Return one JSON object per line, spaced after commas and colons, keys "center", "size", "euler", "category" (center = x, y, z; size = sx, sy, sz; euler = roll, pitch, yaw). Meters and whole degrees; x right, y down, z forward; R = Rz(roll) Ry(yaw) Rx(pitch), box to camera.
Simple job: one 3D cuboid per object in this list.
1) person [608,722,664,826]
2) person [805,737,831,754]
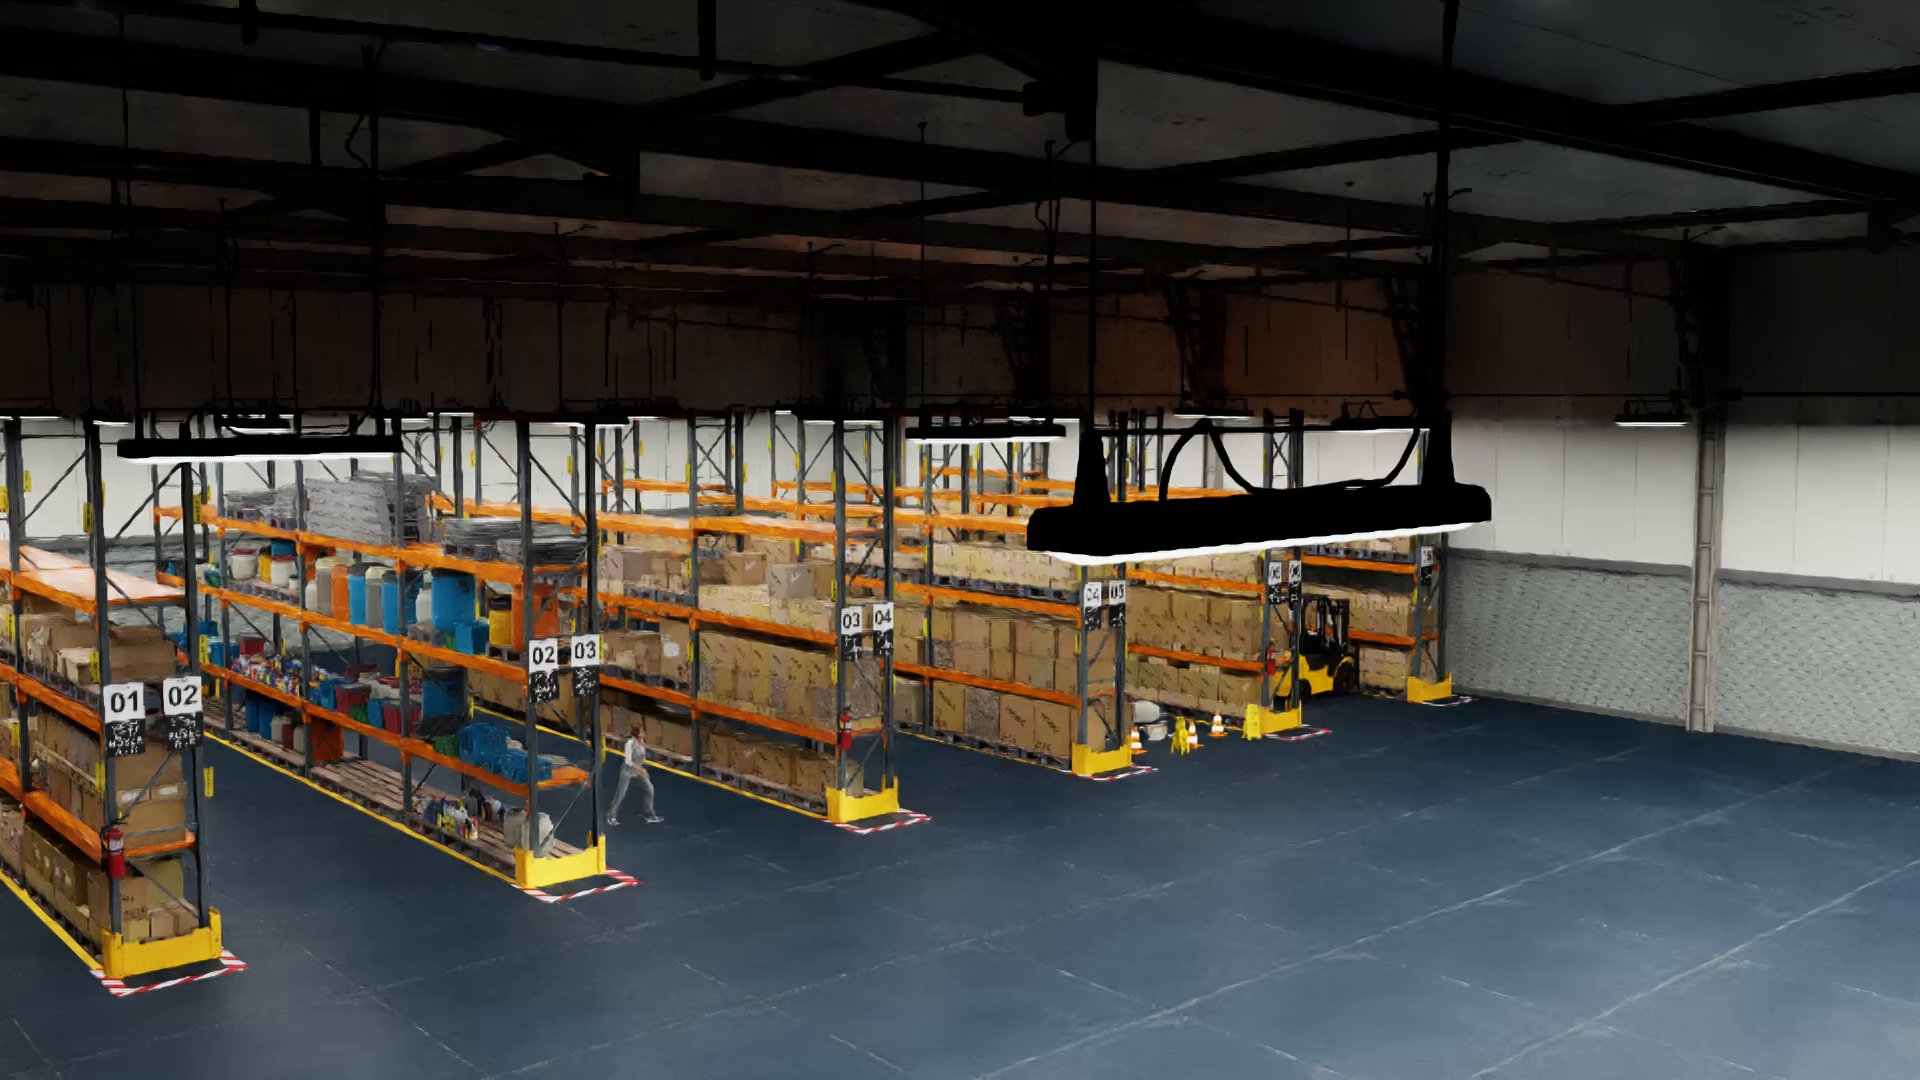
{"center": [-4.798, 3.421, 24.385], "size": [0.755, 1.524, 0.572], "euler": [3, 6, 28], "category": "person"}
{"center": [-2.502, 2.937, 29.082], "size": [0.551, 1.666, 0.440], "euler": [2, 5, 22], "category": "person"}
